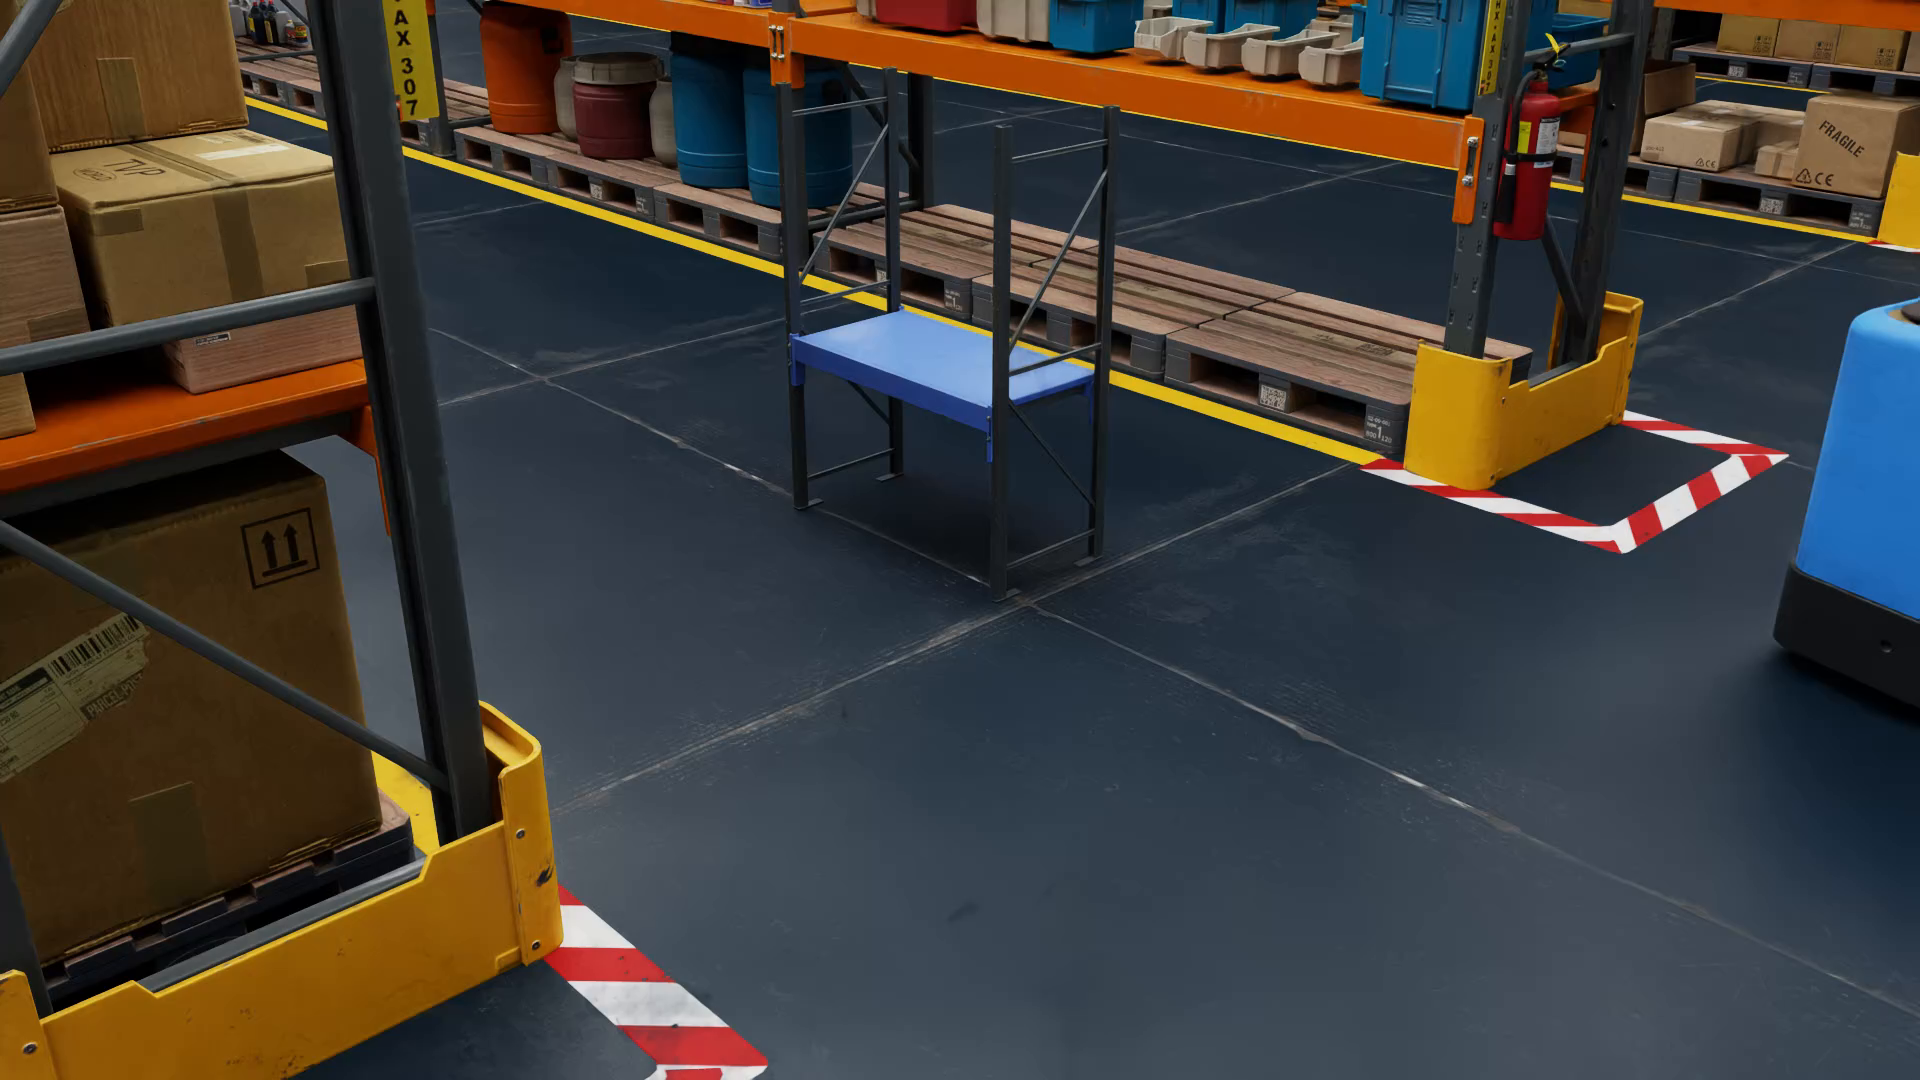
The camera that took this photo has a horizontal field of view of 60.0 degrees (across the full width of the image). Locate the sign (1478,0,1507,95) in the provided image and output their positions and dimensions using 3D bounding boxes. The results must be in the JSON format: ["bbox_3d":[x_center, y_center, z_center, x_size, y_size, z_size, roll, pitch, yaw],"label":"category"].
[{"bbox_3d":[1.794,-1.669,5.597,0.100,0.325,0.005,-21,32,-38],"label":"sign"}]

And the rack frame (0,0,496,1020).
[{"bbox_3d":[-1.431,-0.350,2.904,1.000,3.000,0.127,-21,32,-38],"label":"rack frame"}]

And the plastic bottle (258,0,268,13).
[{"bbox_3d":[-6.395,-4.805,15.331,0.185,0.351,0.144,22,33,40],"label":"plastic bottle"}]

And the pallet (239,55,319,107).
[{"bbox_3d":[-5.453,-3.895,14.035,1.003,0.211,1.213,-21,32,-38],"label":"pallet"}]

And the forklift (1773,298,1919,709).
[{"bbox_3d":[3.946,-1.115,4.664,3.031,2.935,1.130,-14,28,-28],"label":"forklift"}]

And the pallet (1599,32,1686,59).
[{"bbox_3d":[6.100,-4.721,15.845,1.003,0.211,1.213,-21,32,-38],"label":"pallet"}]

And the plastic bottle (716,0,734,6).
[{"bbox_3d":[-1.246,-2.999,8.851,0.061,0.283,0.133,-21,32,-38],"label":"plastic bottle"}]

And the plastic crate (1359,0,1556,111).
[{"bbox_3d":[1.819,-1.847,6.070,0.616,0.435,0.499,-21,32,-38],"label":"plastic crate"}]

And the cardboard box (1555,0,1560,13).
[{"bbox_3d":[5.533,-5.419,16.099,0.750,0.750,0.750,-20,31,-37],"label":"cardboard box"}]

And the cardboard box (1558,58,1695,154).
[{"bbox_3d":[4.356,-2.868,10.900,0.797,0.503,0.637,-21,32,-38],"label":"cardboard box"}]

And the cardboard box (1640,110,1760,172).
[{"bbox_3d":[4.624,-2.500,10.398,0.500,0.250,0.500,-21,32,-38],"label":"cardboard box"}]

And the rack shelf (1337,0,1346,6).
[{"bbox_3d":[1.702,-4.650,13.196,1.077,0.370,4.000,-21,32,-38],"label":"rack shelf"}]

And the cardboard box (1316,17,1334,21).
[{"bbox_3d":[2.543,-3.808,12.966,0.500,0.500,0.500,-21,32,-38],"label":"cardboard box"}]

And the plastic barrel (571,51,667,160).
[{"bbox_3d":[-2.165,-2.788,10.646,0.600,0.588,0.708,-21,32,-38],"label":"plastic barrel"}]

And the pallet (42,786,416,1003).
[{"bbox_3d":[-2.035,0.698,3.965,1.003,0.211,1.213,-21,32,-38],"label":"pallet"}]

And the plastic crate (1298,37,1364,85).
[{"bbox_3d":[1.495,-1.858,6.455,0.396,0.136,0.243,-21,32,-38],"label":"plastic crate"}]

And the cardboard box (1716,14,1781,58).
[{"bbox_3d":[7.118,-4.576,14.672,0.700,0.500,0.500,-21,32,-38],"label":"cardboard box"}]

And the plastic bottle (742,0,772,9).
[{"bbox_3d":[-1.055,-2.939,8.727,0.152,0.276,0.135,-21,32,-38],"label":"plastic bottle"}]

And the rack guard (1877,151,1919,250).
[{"bbox_3d":[5.751,-2.045,9.631,1.175,0.500,0.348,-21,32,-38],"label":"rack guard"}]

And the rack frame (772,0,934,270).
[{"bbox_3d":[-0.550,-2.967,8.640,1.000,3.000,0.127,-21,32,-38],"label":"rack frame"}]

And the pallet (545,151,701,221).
[{"bbox_3d":[-1.885,-2.314,10.568,1.003,0.211,1.213,-21,32,-38],"label":"pallet"}]

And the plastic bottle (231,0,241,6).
[{"bbox_3d":[-6.813,-4.991,15.737,0.144,0.351,0.185,-20,31,-36],"label":"plastic bottle"}]

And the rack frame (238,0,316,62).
[{"bbox_3d":[-6.018,-5.391,13.953,1.000,3.000,0.127,-21,32,-38],"label":"rack frame"}]

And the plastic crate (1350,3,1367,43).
[{"bbox_3d":[1.806,-2.074,6.812,0.416,0.233,0.300,-21,32,-38],"label":"plastic crate"}]

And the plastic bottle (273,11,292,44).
[{"bbox_3d":[-6.156,-4.663,15.109,0.152,0.276,0.135,-20,31,-37],"label":"plastic bottle"}]

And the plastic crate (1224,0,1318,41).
[{"bbox_3d":[1.356,-2.274,7.249,0.416,0.233,0.300,-21,32,-38],"label":"plastic crate"}]

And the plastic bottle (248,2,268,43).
[{"bbox_3d":[-6.372,-4.707,15.116,0.144,0.351,0.185,-21,32,-38],"label":"plastic bottle"}]

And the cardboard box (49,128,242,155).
[{"bbox_3d":[-1.922,-0.795,3.701,0.500,0.250,0.500,-22,32,-39],"label":"cardboard box"}]

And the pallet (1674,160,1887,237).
[{"bbox_3d":[5.205,-2.155,10.220,1.003,0.211,1.213,-21,32,-38],"label":"pallet"}]

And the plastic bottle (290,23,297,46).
[{"bbox_3d":[-5.985,-4.570,14.994,0.097,0.201,0.097,0,25,0],"label":"plastic bottle"}]

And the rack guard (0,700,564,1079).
[{"bbox_3d":[-1.415,0.794,3.407,1.175,0.500,0.348,-21,32,-38],"label":"rack guard"}]

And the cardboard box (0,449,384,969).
[{"bbox_3d":[-1.927,0.254,3.633,0.875,0.875,0.875,-21,32,-38],"label":"cardboard box"}]

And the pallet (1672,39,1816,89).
[{"bbox_3d":[7.145,-4.256,14.826,1.003,0.211,1.213,-21,32,-38],"label":"pallet"}]

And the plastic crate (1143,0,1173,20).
[{"bbox_3d":[0.860,-2.432,7.713,0.293,0.136,0.466,-21,32,-38],"label":"plastic crate"}]

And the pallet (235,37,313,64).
[{"bbox_3d":[-6.446,-4.338,15.004,1.003,0.211,1.213,-21,32,-38],"label":"pallet"}]

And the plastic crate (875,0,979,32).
[{"bbox_3d":[-0.122,-2.682,7.866,0.402,0.464,0.583,-21,32,-38],"label":"plastic crate"}]

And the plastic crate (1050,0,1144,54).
[{"bbox_3d":[0.593,-2.256,7.211,0.416,0.233,0.300,-21,32,-38],"label":"plastic crate"}]

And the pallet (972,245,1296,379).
[{"bbox_3d":[0.819,-1.117,7.944,1.003,0.211,1.213,-21,32,-38],"label":"pallet"}]

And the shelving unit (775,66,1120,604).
[{"bbox_3d":[-0.058,-0.708,5.495,0.538,1.500,1.048,-21,32,-38],"label":"shelving unit"}]

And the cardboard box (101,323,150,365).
[{"bbox_3d":[-1.609,-0.515,3.566,0.380,0.149,0.250,-22,32,-39],"label":"cardboard box"}]

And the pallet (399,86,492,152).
[{"bbox_3d":[-3.785,-3.156,12.414,1.003,0.211,1.213,-21,32,-38],"label":"pallet"}]

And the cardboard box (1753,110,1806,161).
[{"bbox_3d":[5.296,-2.505,10.411,0.500,0.250,0.500,-21,32,-38],"label":"cardboard box"}]

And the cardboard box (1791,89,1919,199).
[{"bbox_3d":[5.251,-2.317,9.697,0.500,0.500,0.500,-21,32,-38],"label":"cardboard box"}]

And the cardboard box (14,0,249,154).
[{"bbox_3d":[-1.904,-1.132,3.536,0.500,0.500,0.500,-22,33,-40],"label":"cardboard box"}]

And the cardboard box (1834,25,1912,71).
[{"bbox_3d":[7.808,-4.267,13.994,0.700,0.500,0.500,-20,31,-37],"label":"cardboard box"}]

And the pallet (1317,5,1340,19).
[{"bbox_3d":[4.432,-5.461,17.466,1.003,0.211,1.213,-21,32,-38],"label":"pallet"}]

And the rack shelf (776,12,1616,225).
[{"bbox_3d":[0.817,-2.034,7.461,1.077,0.370,4.000,-21,32,-38],"label":"rack shelf"}]

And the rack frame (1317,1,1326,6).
[{"bbox_3d":[3.948,-6.990,17.457,1.000,3.000,0.127,-21,32,-38],"label":"rack frame"}]

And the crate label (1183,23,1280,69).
[{"bbox_3d":[1.099,-2.028,6.826,0.396,0.136,0.243,-21,32,-38],"label":"crate label"}]

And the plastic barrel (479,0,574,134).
[{"bbox_3d":[-2.937,-3.239,11.346,0.600,0.830,0.708,-21,32,-38],"label":"plastic barrel"}]

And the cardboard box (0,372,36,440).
[{"bbox_3d":[-1.915,-0.251,2.988,0.380,0.149,0.250,-20,32,-38],"label":"cardboard box"}]

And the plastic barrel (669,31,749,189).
[{"bbox_3d":[-1.393,-2.588,9.831,0.600,0.901,0.708,-21,32,-38],"label":"plastic barrel"}]

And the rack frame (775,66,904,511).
[{"bbox_3d":[-0.406,-0.862,5.833,0.500,1.500,0.032,-21,32,-38],"label":"rack frame"}]
